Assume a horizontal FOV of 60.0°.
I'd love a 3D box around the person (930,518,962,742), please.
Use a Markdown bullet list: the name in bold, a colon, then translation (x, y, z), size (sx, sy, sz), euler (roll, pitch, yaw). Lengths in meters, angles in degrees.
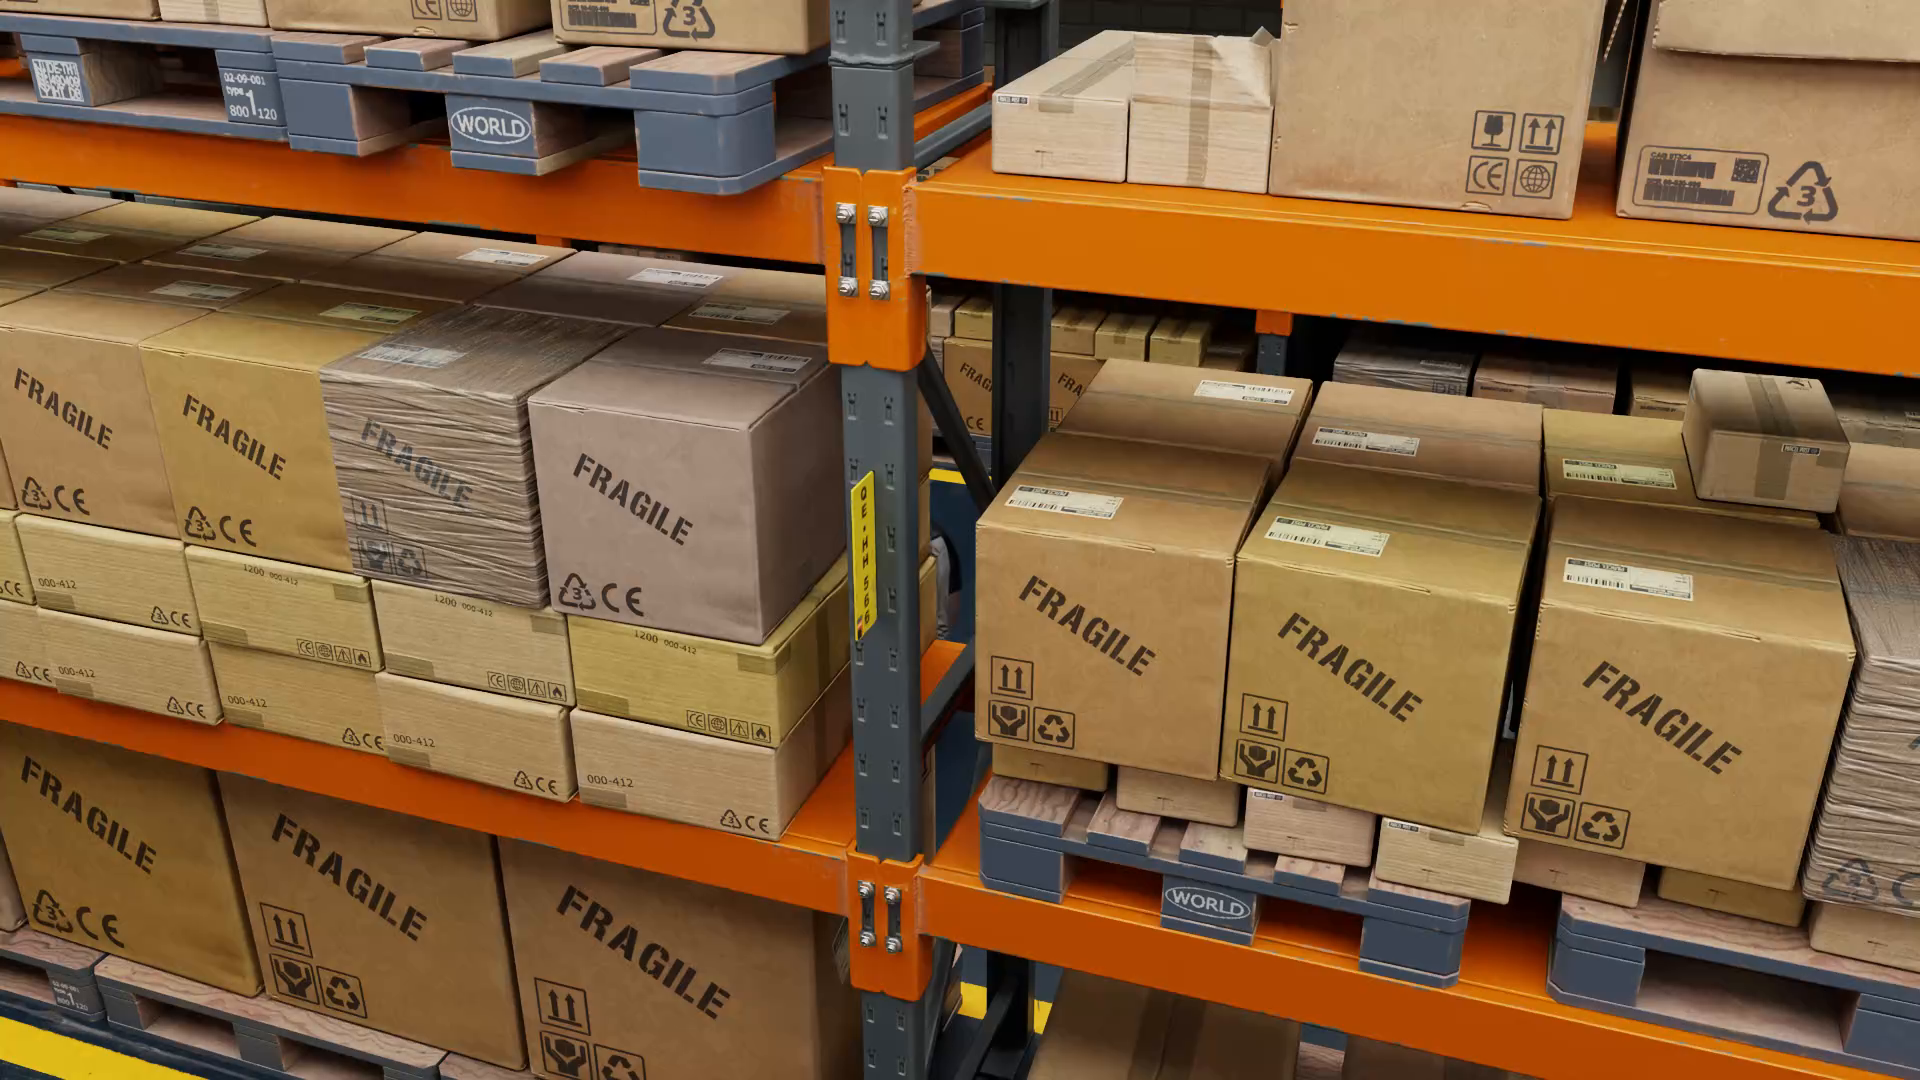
- **person**: translation (-0.248, 0.286, 6.287), size (0.556, 1.082, 0.830), euler (9, 27, 17)
